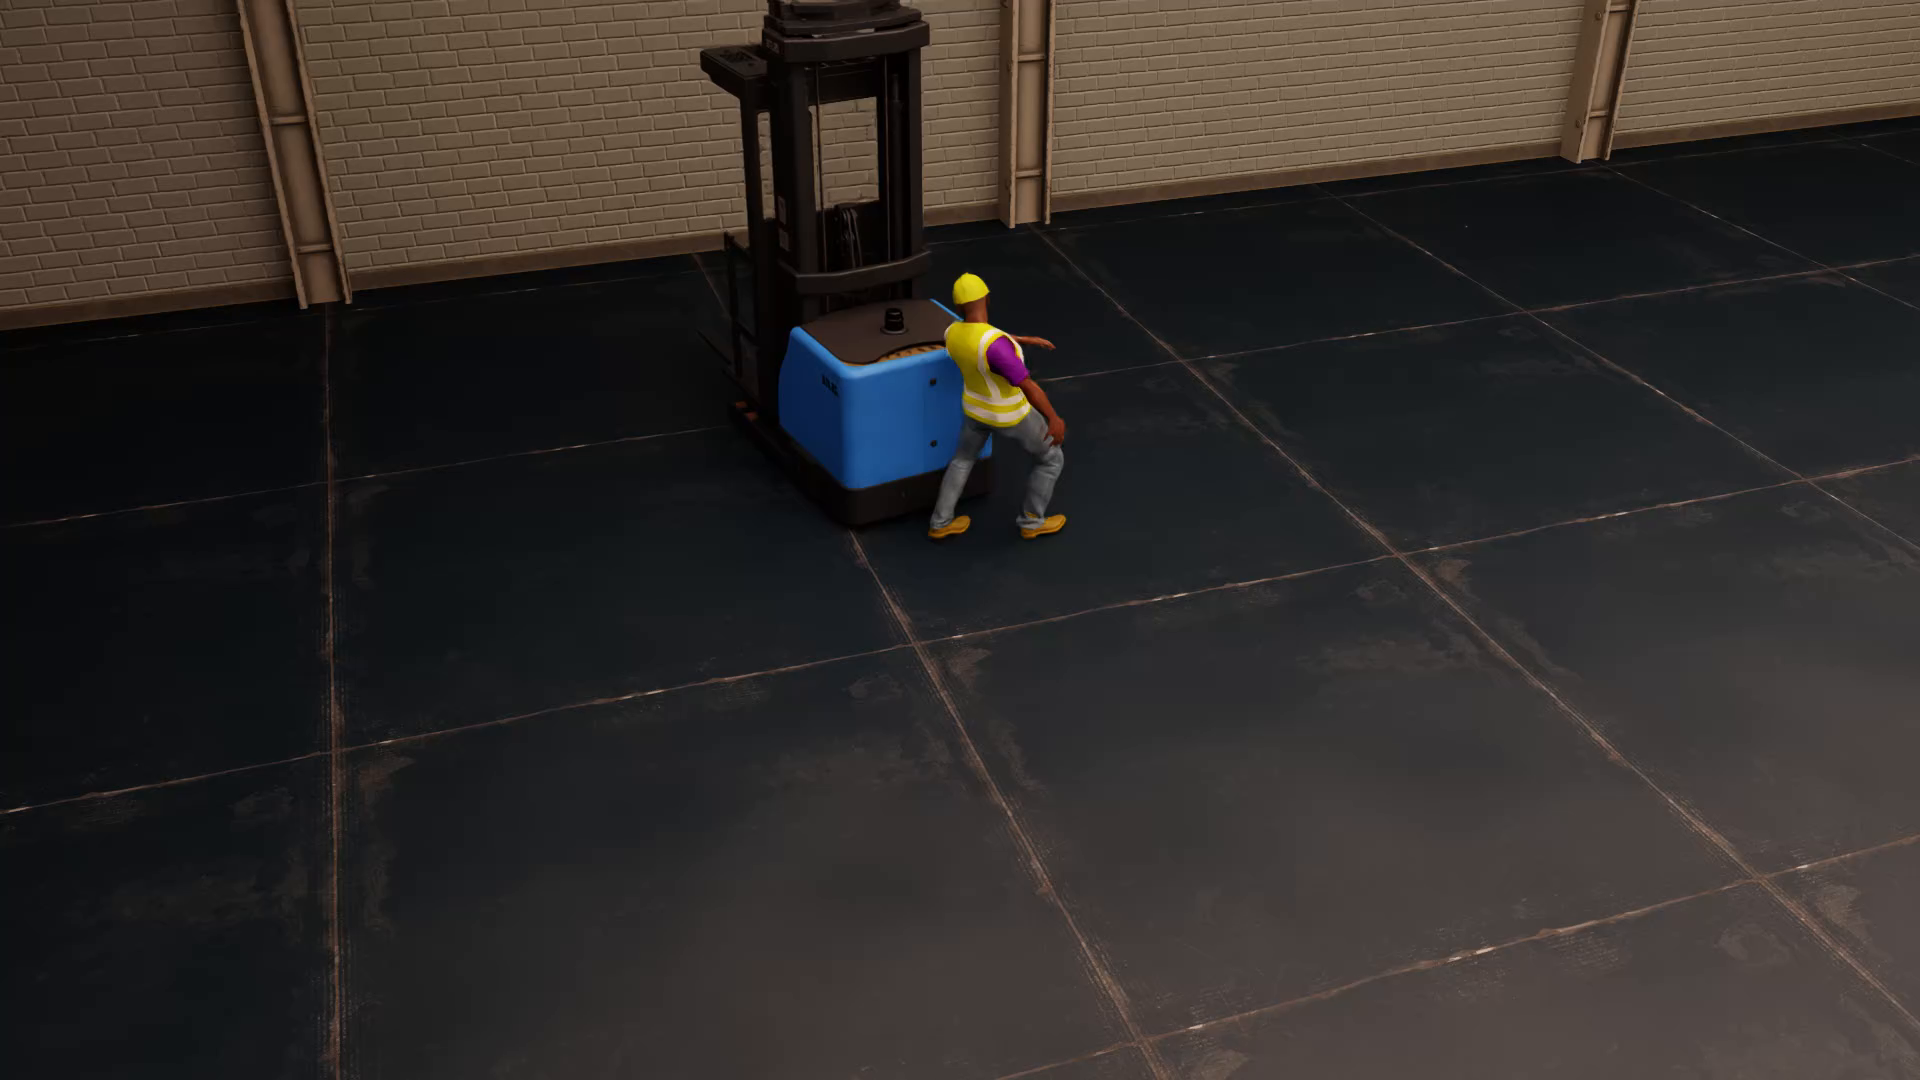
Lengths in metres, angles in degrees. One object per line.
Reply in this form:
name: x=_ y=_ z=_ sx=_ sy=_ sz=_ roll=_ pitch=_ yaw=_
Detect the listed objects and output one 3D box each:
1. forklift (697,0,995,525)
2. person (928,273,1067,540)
forklift: x=-0.929 y=-2.068 z=10.681 sx=1.130 sy=2.935 sz=3.031 roll=-15 pitch=33 yaw=-24
person: x=0.313 y=-0.779 z=9.728 sx=0.799 sy=1.651 sz=0.868 roll=21 pitch=36 yaw=32
